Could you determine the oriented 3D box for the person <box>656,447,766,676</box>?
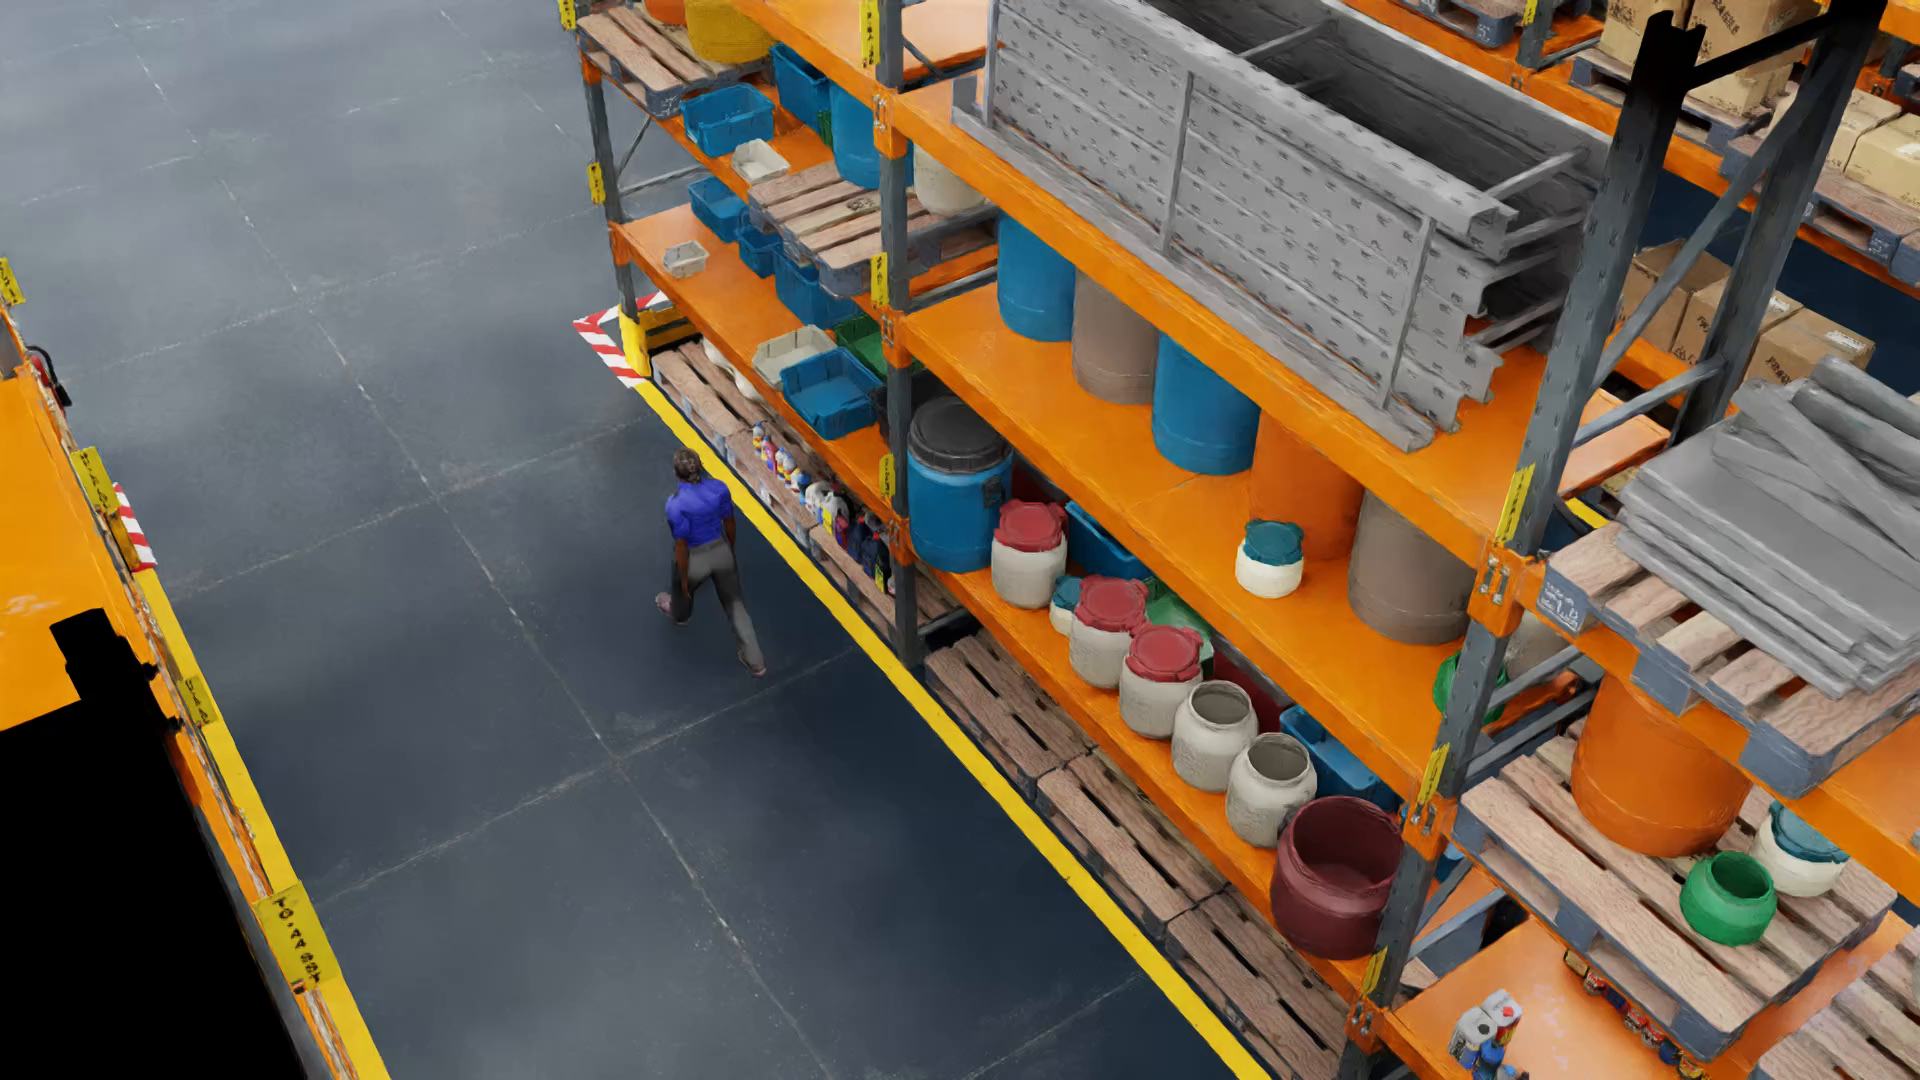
[{"bbox_3d":[-1.570,0.091,10.273,0.447,1.567,1.084,-23,47,-23],"label":"person"}]
